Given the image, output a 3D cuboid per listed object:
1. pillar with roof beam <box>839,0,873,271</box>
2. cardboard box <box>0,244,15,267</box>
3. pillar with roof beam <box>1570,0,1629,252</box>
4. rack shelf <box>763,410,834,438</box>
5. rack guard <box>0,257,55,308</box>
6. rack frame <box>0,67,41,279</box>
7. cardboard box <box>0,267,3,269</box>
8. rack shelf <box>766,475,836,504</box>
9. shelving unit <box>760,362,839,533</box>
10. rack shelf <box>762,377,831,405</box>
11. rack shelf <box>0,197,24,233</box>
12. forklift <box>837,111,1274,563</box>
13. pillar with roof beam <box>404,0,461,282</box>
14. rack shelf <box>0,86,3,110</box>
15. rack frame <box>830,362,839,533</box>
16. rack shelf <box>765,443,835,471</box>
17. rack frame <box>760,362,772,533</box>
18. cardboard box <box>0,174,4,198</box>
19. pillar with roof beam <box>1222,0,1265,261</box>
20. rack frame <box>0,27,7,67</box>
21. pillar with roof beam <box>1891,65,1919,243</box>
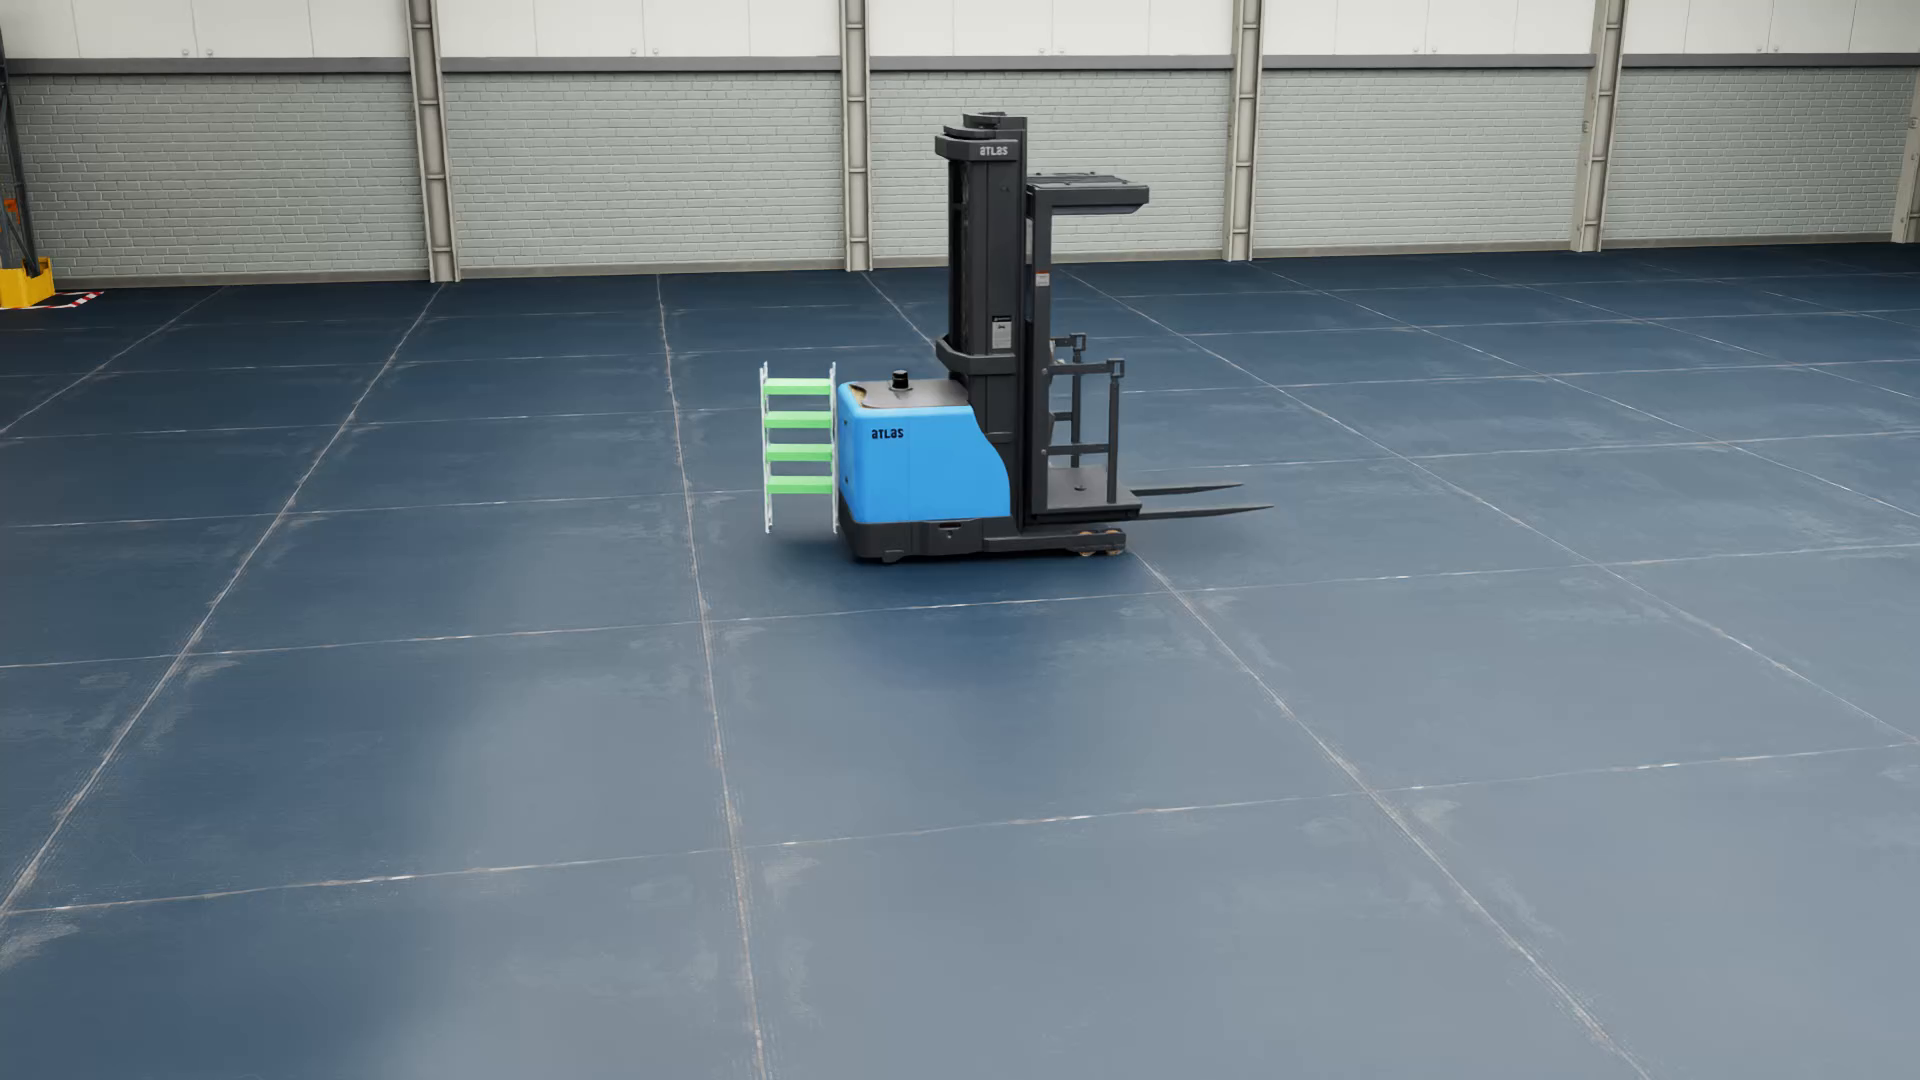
[{"bbox_3d":[-0.716,-7.142,19.738,0.400,9.000,9.100,-3,17,-10],"label":"pillar with roof beam"},{"bbox_3d":[-12.962,-3.785,22.142,0.500,0.250,0.500,-3,17,-9],"label":"cardboard box"},{"bbox_3d":[11.066,-7.810,21.914,0.400,9.000,9.100,-3,17,-10],"label":"pillar with roof beam"},{"bbox_3d":[-1.143,-0.826,11.858,0.480,0.148,0.258,0,17,1],"label":"rack shelf"},{"bbox_3d":[-12.437,-3.432,22.135,0.348,0.500,1.175,-3,17,-10],"label":"rack guard"},{"bbox_3d":[-12.461,-4.626,21.763,0.127,3.000,1.000,-3,17,-10],"label":"rack frame"},{"bbox_3d":[-12.980,-3.541,22.200,0.500,0.250,0.500,-3,17,-10],"label":"cardboard box"},{"bbox_3d":[-1.143,-0.367,11.999,0.480,0.148,0.258,0,17,1],"label":"rack shelf"},{"bbox_3d":[-1.143,-0.658,11.910,0.503,1.200,0.258,0,17,1],"label":"shelving unit"},{"bbox_3d":[-1.143,-1.055,11.787,0.480,0.148,0.258,0,17,1],"label":"rack shelf"},{"bbox_3d":[-14.424,-4.170,21.506,4.000,0.370,1.077,-3,17,-10],"label":"rack shelf"},{"bbox_3d":[0.687,-1.441,11.512,3.031,2.935,1.130,-3,17,-10],"label":"forklift"},{"bbox_3d":[-6.607,-6.808,18.650,0.400,9.000,9.100,-3,17,-10],"label":"pillar with roof beam"},{"bbox_3d":[-14.424,-5.604,21.066,4.000,0.370,1.077,-3,17,-10],"label":"rack shelf"},{"bbox_3d":[-0.900,-0.656,11.905,0.015,1.200,0.240,0,17,1],"label":"rack frame"},{"bbox_3d":[-1.143,-0.597,11.928,0.480,0.148,0.258,0,17,1],"label":"rack shelf"},{"bbox_3d":[-1.387,-0.659,11.914,0.015,1.200,0.240,0,17,1],"label":"rack frame"},{"bbox_3d":[-13.000,-4.726,21.919,0.500,0.500,0.500,-3,17,-9],"label":"cardboard box"},{"bbox_3d":[5.175,-7.476,20.826,0.400,9.000,9.100,-3,17,-10],"label":"pillar with roof beam"},{"bbox_3d":[-12.461,-7.494,20.883,0.127,3.000,1.000,-3,17,-10],"label":"rack frame"},{"bbox_3d":[16.957,-8.144,23.002,0.400,9.000,9.100,-3,17,-10],"label":"pillar with roof beam"}]
